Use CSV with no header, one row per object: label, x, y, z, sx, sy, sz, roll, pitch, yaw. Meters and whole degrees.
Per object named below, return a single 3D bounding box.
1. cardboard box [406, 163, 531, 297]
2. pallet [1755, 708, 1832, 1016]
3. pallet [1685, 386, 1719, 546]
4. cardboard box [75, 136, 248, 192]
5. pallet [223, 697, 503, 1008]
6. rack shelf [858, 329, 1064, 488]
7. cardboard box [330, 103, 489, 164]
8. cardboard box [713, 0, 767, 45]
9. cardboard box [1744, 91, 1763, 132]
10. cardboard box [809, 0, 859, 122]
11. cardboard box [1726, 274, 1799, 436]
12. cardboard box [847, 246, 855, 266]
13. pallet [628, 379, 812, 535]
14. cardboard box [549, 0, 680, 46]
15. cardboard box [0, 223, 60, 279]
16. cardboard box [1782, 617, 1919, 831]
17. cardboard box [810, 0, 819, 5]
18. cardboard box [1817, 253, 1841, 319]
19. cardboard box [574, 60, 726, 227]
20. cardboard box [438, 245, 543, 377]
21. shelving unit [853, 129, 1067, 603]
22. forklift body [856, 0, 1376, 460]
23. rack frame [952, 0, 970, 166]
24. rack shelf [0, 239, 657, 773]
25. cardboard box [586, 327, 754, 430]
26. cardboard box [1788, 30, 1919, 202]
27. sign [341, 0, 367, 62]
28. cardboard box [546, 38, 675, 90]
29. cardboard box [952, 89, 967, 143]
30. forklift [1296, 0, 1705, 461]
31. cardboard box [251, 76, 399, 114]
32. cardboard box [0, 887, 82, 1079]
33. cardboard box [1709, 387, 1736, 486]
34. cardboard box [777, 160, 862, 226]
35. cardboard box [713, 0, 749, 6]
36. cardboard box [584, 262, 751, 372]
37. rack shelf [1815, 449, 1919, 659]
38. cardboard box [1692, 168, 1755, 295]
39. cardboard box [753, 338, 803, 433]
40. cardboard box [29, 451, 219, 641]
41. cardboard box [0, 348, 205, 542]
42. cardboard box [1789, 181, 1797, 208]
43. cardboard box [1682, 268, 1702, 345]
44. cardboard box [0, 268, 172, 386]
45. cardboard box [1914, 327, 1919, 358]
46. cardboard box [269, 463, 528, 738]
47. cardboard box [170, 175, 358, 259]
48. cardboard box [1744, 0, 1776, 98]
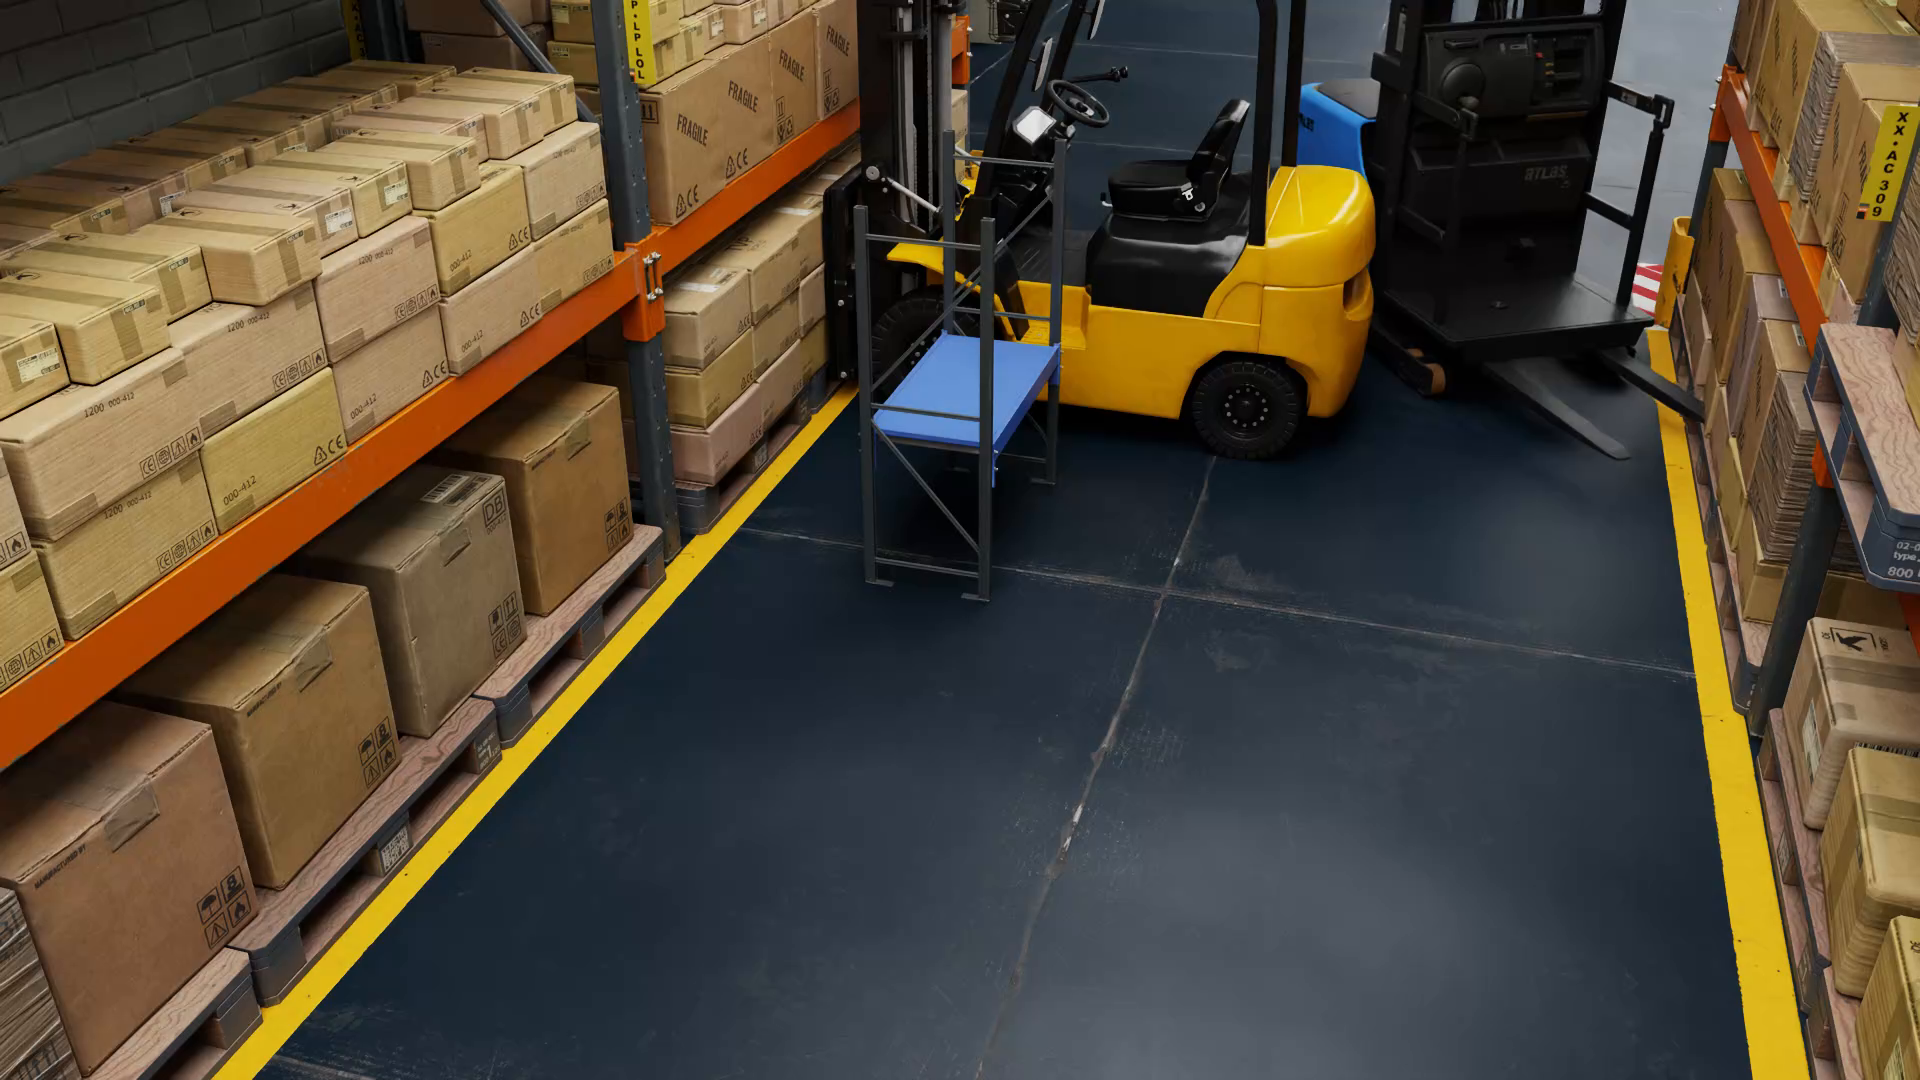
cardboard box,-1.655,-0.959,5.029,0.500,0.250,0.500,8,30,14
pallet,2.908,0.976,4.779,1.003,0.211,1.213,8,30,15
pallet,3.655,-0.272,7.022,1.003,0.211,1.213,8,30,15
cardboard box,-2.275,-1.039,4.762,0.380,0.149,0.250,8,30,15
pallet,-2.146,0.824,5.051,1.003,0.211,1.213,8,30,15
rack shelf,0.025,-0.538,6.544,0.538,0.185,1.000,8,30,15
cardboard box,-1.680,-1.219,5.086,0.380,0.149,0.250,8,30,15
cardboard box,-0.998,-2.099,6.667,0.380,0.149,0.250,9,30,16
cardboard box,3.677,-1.883,7.308,0.380,0.149,0.250,9,30,16
cardboard box,-0.779,-2.235,7.578,0.500,0.500,0.500,9,30,15
cardboard box,3.348,-0.701,6.551,0.500,0.500,0.500,10,31,18
cardboard box,-0.720,-1.393,8.051,0.500,0.250,0.500,8,30,15
pallet,-1.338,-0.456,7.353,1.003,0.211,1.213,8,30,15
cardboard box,-1.234,-1.874,5.957,0.380,0.149,0.250,9,30,16
cardboard box,-2.451,-0.676,4.109,0.380,0.149,0.250,9,30,16
cardboard box,2.983,0.604,4.849,0.950,0.372,0.625,9,30,16
cardboard box,-0.793,-2.465,7.325,0.380,0.149,0.250,8,30,14
cardboard box,3.005,-0.805,5.369,0.380,0.149,0.250,9,30,16
cardboard box,-1.231,-1.524,6.301,0.500,0.500,0.500,8,30,13
cardboard box,-1.651,-0.740,5.149,0.500,0.250,0.500,8,30,15
shelving unit,0.025,-0.695,6.457,0.538,1.500,1.048,8,30,15
forklift body,0.750,-1.658,7.517,2.313,2.155,1.214,8,30,15
rack frame,-0.437,-3.170,9.363,1.000,3.000,0.127,8,30,15
rack shelf,-2.198,-0.067,4.526,1.077,0.370,4.000,8,30,15
cardboard box,-1.174,-0.692,6.791,0.500,0.250,0.500,8,30,15
cardboard box,3.320,-1.502,5.956,0.500,0.500,0.500,9,30,16
sign,-2.142,-1.803,5.933,0.100,0.325,0.005,8,30,15
cardboard box,-1.266,-1.749,6.038,0.380,0.149,0.250,8,30,14
cardboard box,-0.274,-2.331,9.222,0.500,0.250,0.500,10,30,17
forklift,2.665,-2.173,7.641,1.130,2.935,3.031,-7,30,-13
cardboard box,-2.048,-1.389,5.390,0.380,0.149,0.250,7,30,13
cardboard box,-2.589,1.114,3.673,0.875,0.625,0.625,9,30,16
cardboard box,3.352,-0.384,6.752,0.500,0.250,0.500,9,30,16
cardboard box,-0.713,-1.622,7.948,0.500,0.250,0.500,8,30,14
cardboard box,-1.004,-2.233,6.603,0.380,0.149,0.250,9,30,16
cardboard box,-1.169,-0.910,6.668,0.500,0.250,0.500,8,30,14
rack shelf,2.548,0.639,3.256,1.077,0.370,4.000,8,30,15
cardboard box,3.802,-1.427,7.854,0.500,0.500,0.500,7,30,13
cardboard box,-1.018,-0.709,7.335,0.500,0.250,0.500,8,30,14
cardboard box,-2.125,-0.032,3.876,0.500,0.250,0.500,8,30,13
cardboard box,-2.102,-0.250,3.754,0.500,0.250,0.500,8,30,14
cardboard box,3.337,-1.275,6.215,0.380,0.149,0.250,8,30,14
cardboard box,3.808,-1.110,8.056,0.500,0.250,0.500,8,30,14
cardboard box,-2.041,-0.487,3.770,0.380,0.149,0.250,9,30,16
cardboard box,2.577,-0.552,3.816,0.500,0.500,0.500,9,30,15
cardboard box,-1.989,0.147,5.412,0.875,0.625,0.625,8,30,14
cardboard box,-1.846,-0.850,4.422,0.380,0.149,0.250,9,30,15
cardboard box,3.756,-2.216,7.238,0.500,0.500,0.500,9,30,16
